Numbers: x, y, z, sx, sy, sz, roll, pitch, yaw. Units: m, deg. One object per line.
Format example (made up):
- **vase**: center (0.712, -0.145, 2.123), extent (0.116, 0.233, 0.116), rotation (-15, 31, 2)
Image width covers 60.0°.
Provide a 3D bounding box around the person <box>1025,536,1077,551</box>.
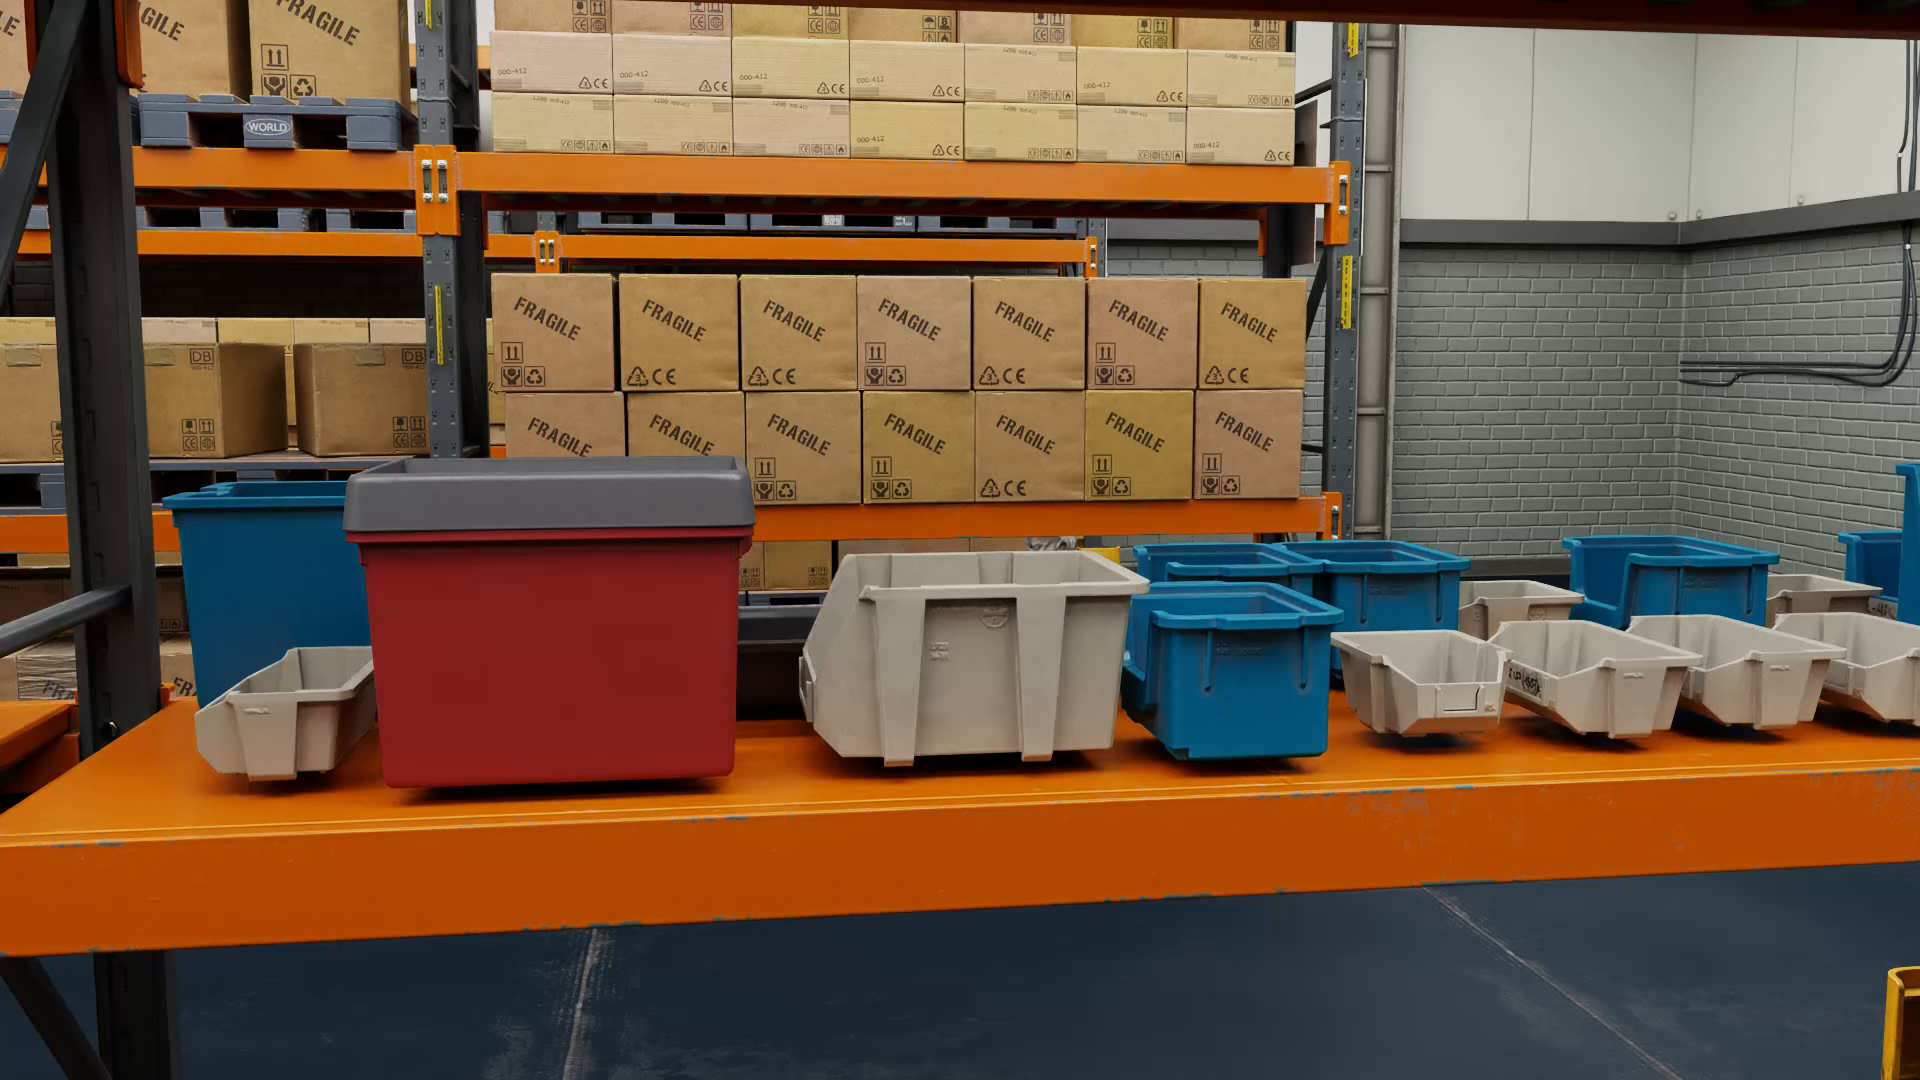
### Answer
- **person**: center (0.569, -0.070, 10.272), extent (0.453, 1.778, 0.616), rotation (-1, 7, -12)
